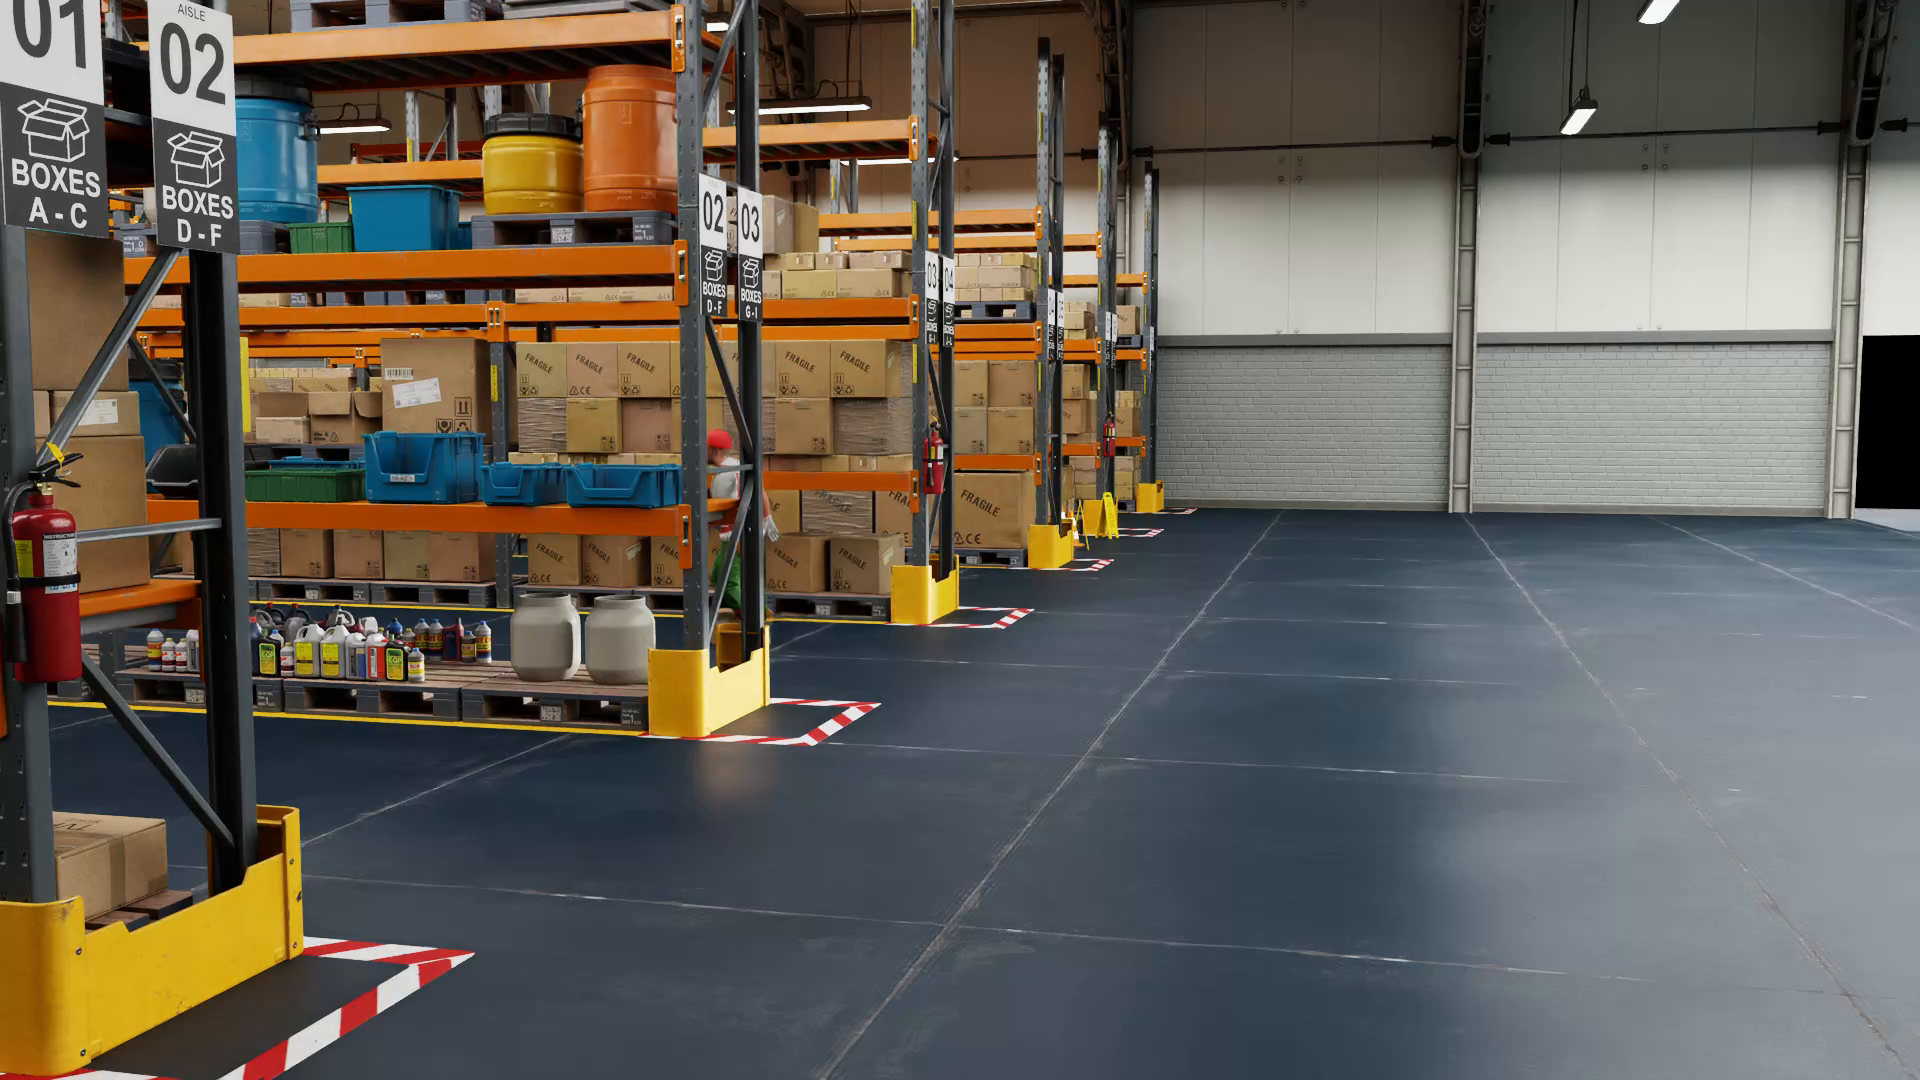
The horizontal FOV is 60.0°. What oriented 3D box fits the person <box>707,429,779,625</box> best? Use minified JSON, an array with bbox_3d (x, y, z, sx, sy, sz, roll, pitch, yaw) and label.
[{"bbox_3d":[-1.783,-0.023,13.084,0.606,1.701,0.746,1,5,7],"label":"person"}]
